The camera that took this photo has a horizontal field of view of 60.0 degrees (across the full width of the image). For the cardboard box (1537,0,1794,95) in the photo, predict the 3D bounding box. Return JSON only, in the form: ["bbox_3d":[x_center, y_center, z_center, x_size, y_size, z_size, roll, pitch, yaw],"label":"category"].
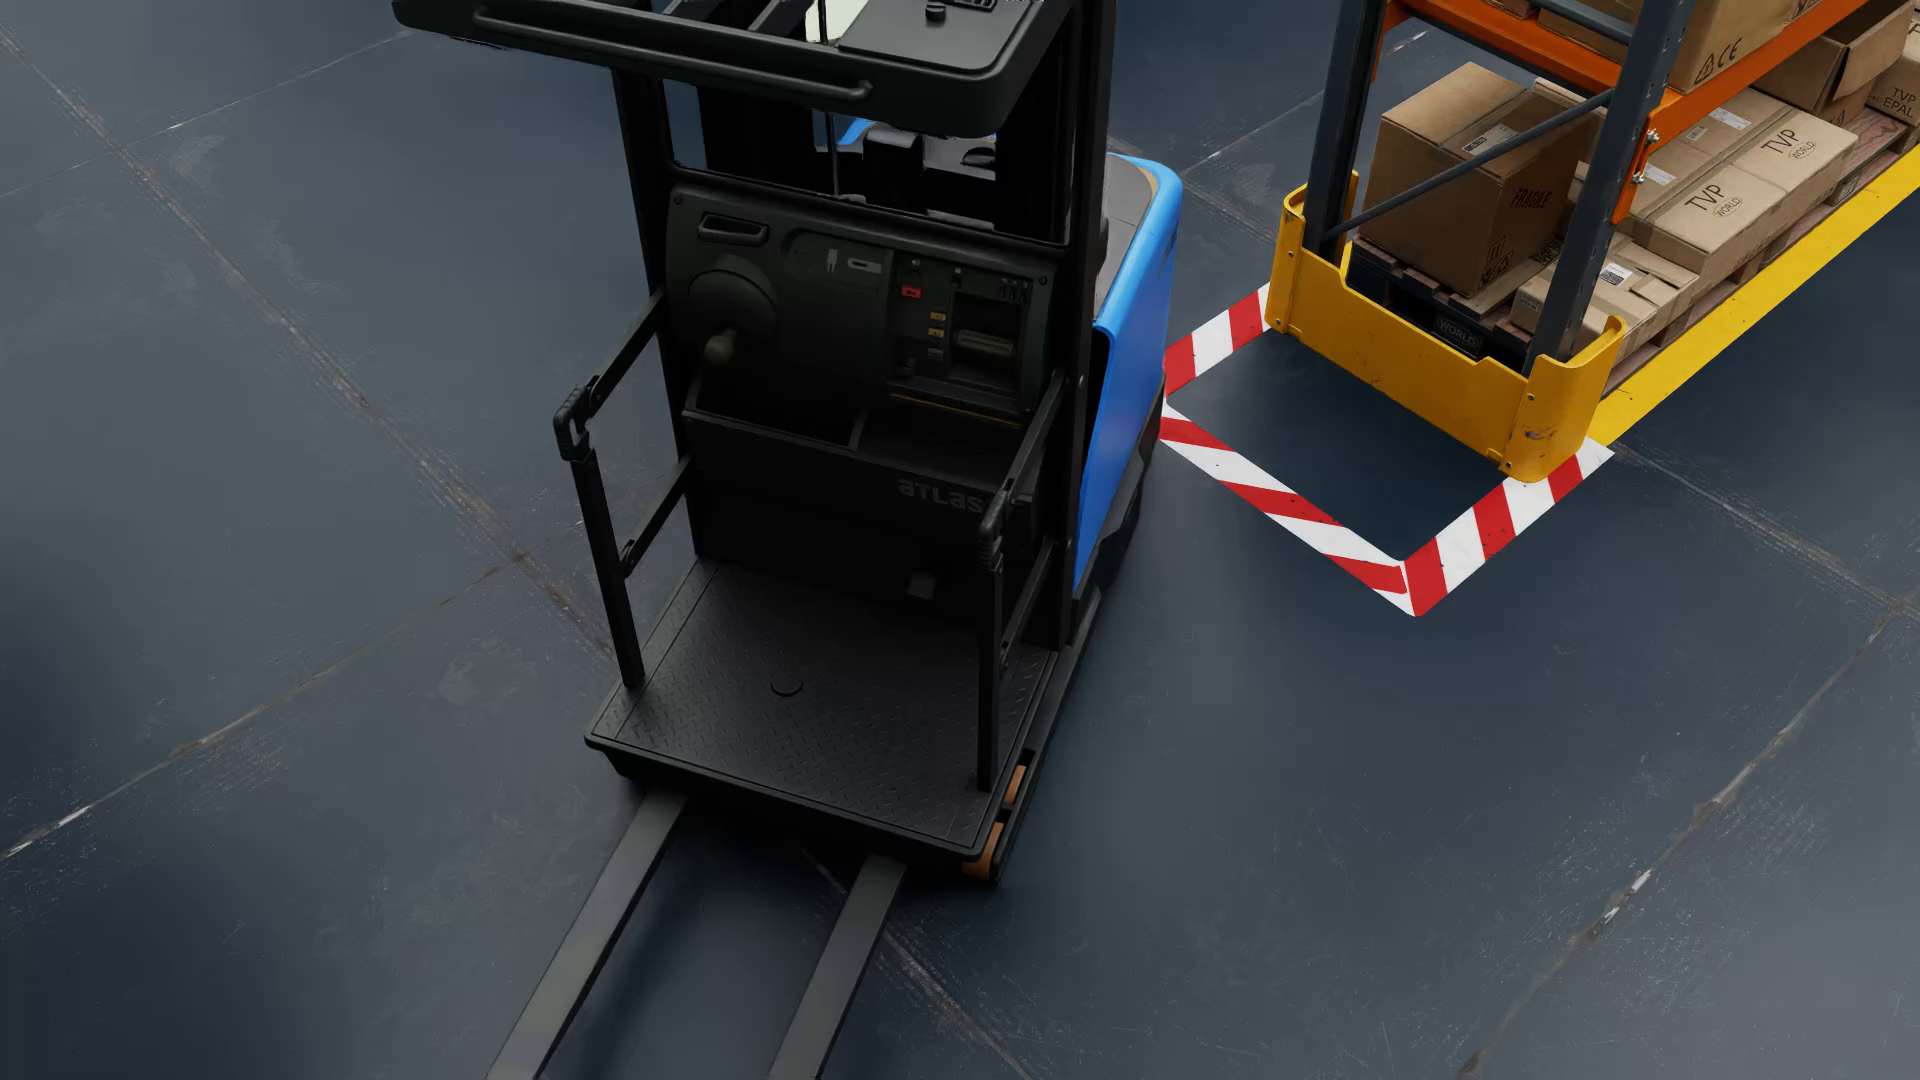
[{"bbox_3d":[2.037,-1.658,4.671,0.500,0.500,0.500,-33,55,-26],"label":"cardboard box"}]

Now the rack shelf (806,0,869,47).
[{"bbox_3d":[-0.369,-1.501,5.083,0.720,0.370,0.431,-10,48,-9],"label":"rack shelf"}]

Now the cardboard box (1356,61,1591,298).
[{"bbox_3d":[1.768,-1.252,5.766,0.500,0.500,0.500,-34,56,-27],"label":"cardboard box"}]

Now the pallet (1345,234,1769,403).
[{"bbox_3d":[2.177,-1.034,6.061,1.213,0.211,1.003,-34,56,-27],"label":"pallet"}]

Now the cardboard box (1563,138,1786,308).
[{"bbox_3d":[2.495,-1.126,5.820,0.500,0.250,0.500,-34,56,-27],"label":"cardboard box"}]

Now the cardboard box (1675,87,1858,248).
[{"bbox_3d":[2.865,-1.374,6.048,0.500,0.250,0.500,-34,56,-27],"label":"cardboard box"}]

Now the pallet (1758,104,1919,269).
[{"bbox_3d":[3.079,-1.634,6.615,1.213,0.211,1.003,-34,56,-27],"label":"pallet"}]

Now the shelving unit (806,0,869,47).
[{"bbox_3d":[-0.369,-1.236,5.370,0.755,1.500,0.431,-10,48,-9],"label":"shelving unit"}]

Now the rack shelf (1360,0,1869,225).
[{"bbox_3d":[3.011,-2.293,5.814,4.000,0.370,1.077,-34,56,-27],"label":"rack shelf"}]

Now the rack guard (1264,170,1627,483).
[{"bbox_3d":[1.588,-0.738,5.590,0.348,0.500,1.175,-34,56,-27],"label":"rack guard"}]

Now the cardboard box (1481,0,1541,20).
[{"bbox_3d":[1.680,-1.951,4.941,0.500,0.500,0.500,-32,55,-26],"label":"cardboard box"}]

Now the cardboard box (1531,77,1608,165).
[{"bbox_3d":[2.491,-1.621,6.276,0.500,0.250,0.500,-34,56,-27],"label":"cardboard box"}]

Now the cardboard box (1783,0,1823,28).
[{"bbox_3d":[2.415,-1.916,4.909,0.500,0.500,0.500,-34,56,-27],"label":"cardboard box"}]

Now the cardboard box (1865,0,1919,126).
[{"bbox_3d":[3.706,-1.956,6.544,0.500,0.311,0.500,-34,56,-27],"label":"cardboard box"}]

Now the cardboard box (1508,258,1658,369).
[{"bbox_3d":[2.073,-0.750,5.542,0.250,0.149,0.380,-34,56,-27],"label":"cardboard box"}]

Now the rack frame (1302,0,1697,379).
[{"bbox_3d":[1.532,-1.548,4.637,0.127,3.000,1.000,-34,56,-27],"label":"rack frame"}]

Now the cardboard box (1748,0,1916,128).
[{"bbox_3d":[3.105,-1.896,6.358,0.637,0.503,0.797,-34,56,-27],"label":"cardboard box"}]

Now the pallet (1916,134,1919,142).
[{"bbox_3d":[3.982,-2.241,7.174,1.213,0.211,1.003,-34,56,-27],"label":"pallet"}]

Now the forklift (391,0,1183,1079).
[{"bbox_3d":[-0.311,-0.440,3.662,1.130,2.935,3.031,14,49,13],"label":"forklift"}]

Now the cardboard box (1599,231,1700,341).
[{"bbox_3d":[2.258,-0.880,5.649,0.250,0.166,0.380,-34,56,-27],"label":"cardboard box"}]

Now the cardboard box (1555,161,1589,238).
[{"bbox_3d":[2.128,-1.290,6.028,0.250,0.166,0.380,-34,56,-27],"label":"cardboard box"}]
